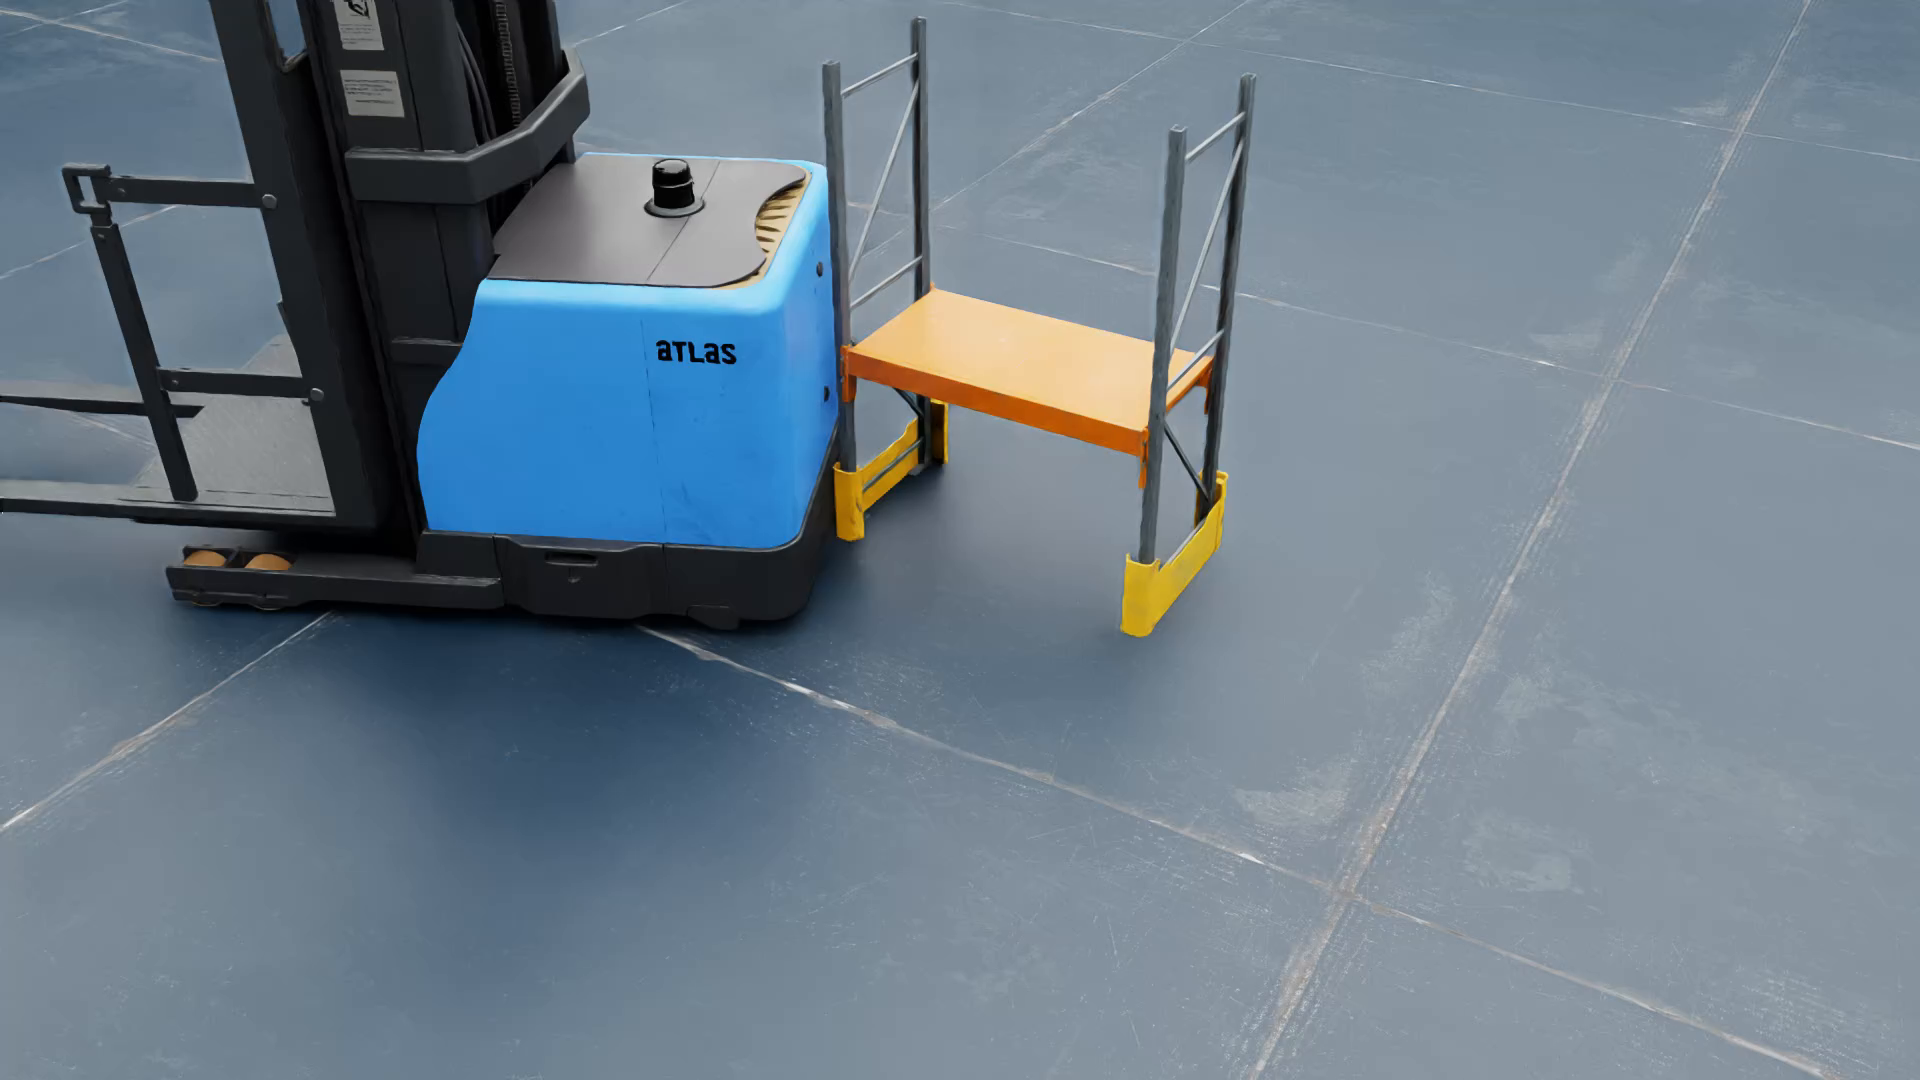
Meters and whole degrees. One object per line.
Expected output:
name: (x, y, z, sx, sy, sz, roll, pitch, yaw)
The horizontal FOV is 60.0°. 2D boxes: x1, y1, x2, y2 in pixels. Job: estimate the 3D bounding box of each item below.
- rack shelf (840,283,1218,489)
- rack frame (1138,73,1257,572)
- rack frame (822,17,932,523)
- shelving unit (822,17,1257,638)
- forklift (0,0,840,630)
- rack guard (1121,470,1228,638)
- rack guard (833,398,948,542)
rack shelf: (0.207, -0.480, 4.942, 1.000, 0.185, 0.538, 18, 38, 25)
rack frame: (0.647, -0.489, 4.631, 0.032, 1.500, 0.500, 18, 38, 25)
rack frame: (-0.233, -0.771, 5.055, 0.032, 1.500, 0.500, 18, 38, 25)
shelving unit: (0.215, -0.627, 4.839, 1.083, 1.500, 0.587, 18, 38, 25)
forklift: (-1.909, -1.297, 4.554, 3.031, 2.935, 1.130, 3, 34, 5)
rack guard: (0.646, 0.031, 4.978, 0.087, 0.250, 0.587, 18, 38, 25)
rack guard: (-0.216, -0.245, 5.393, 0.087, 0.250, 0.587, 18, 38, 25)
